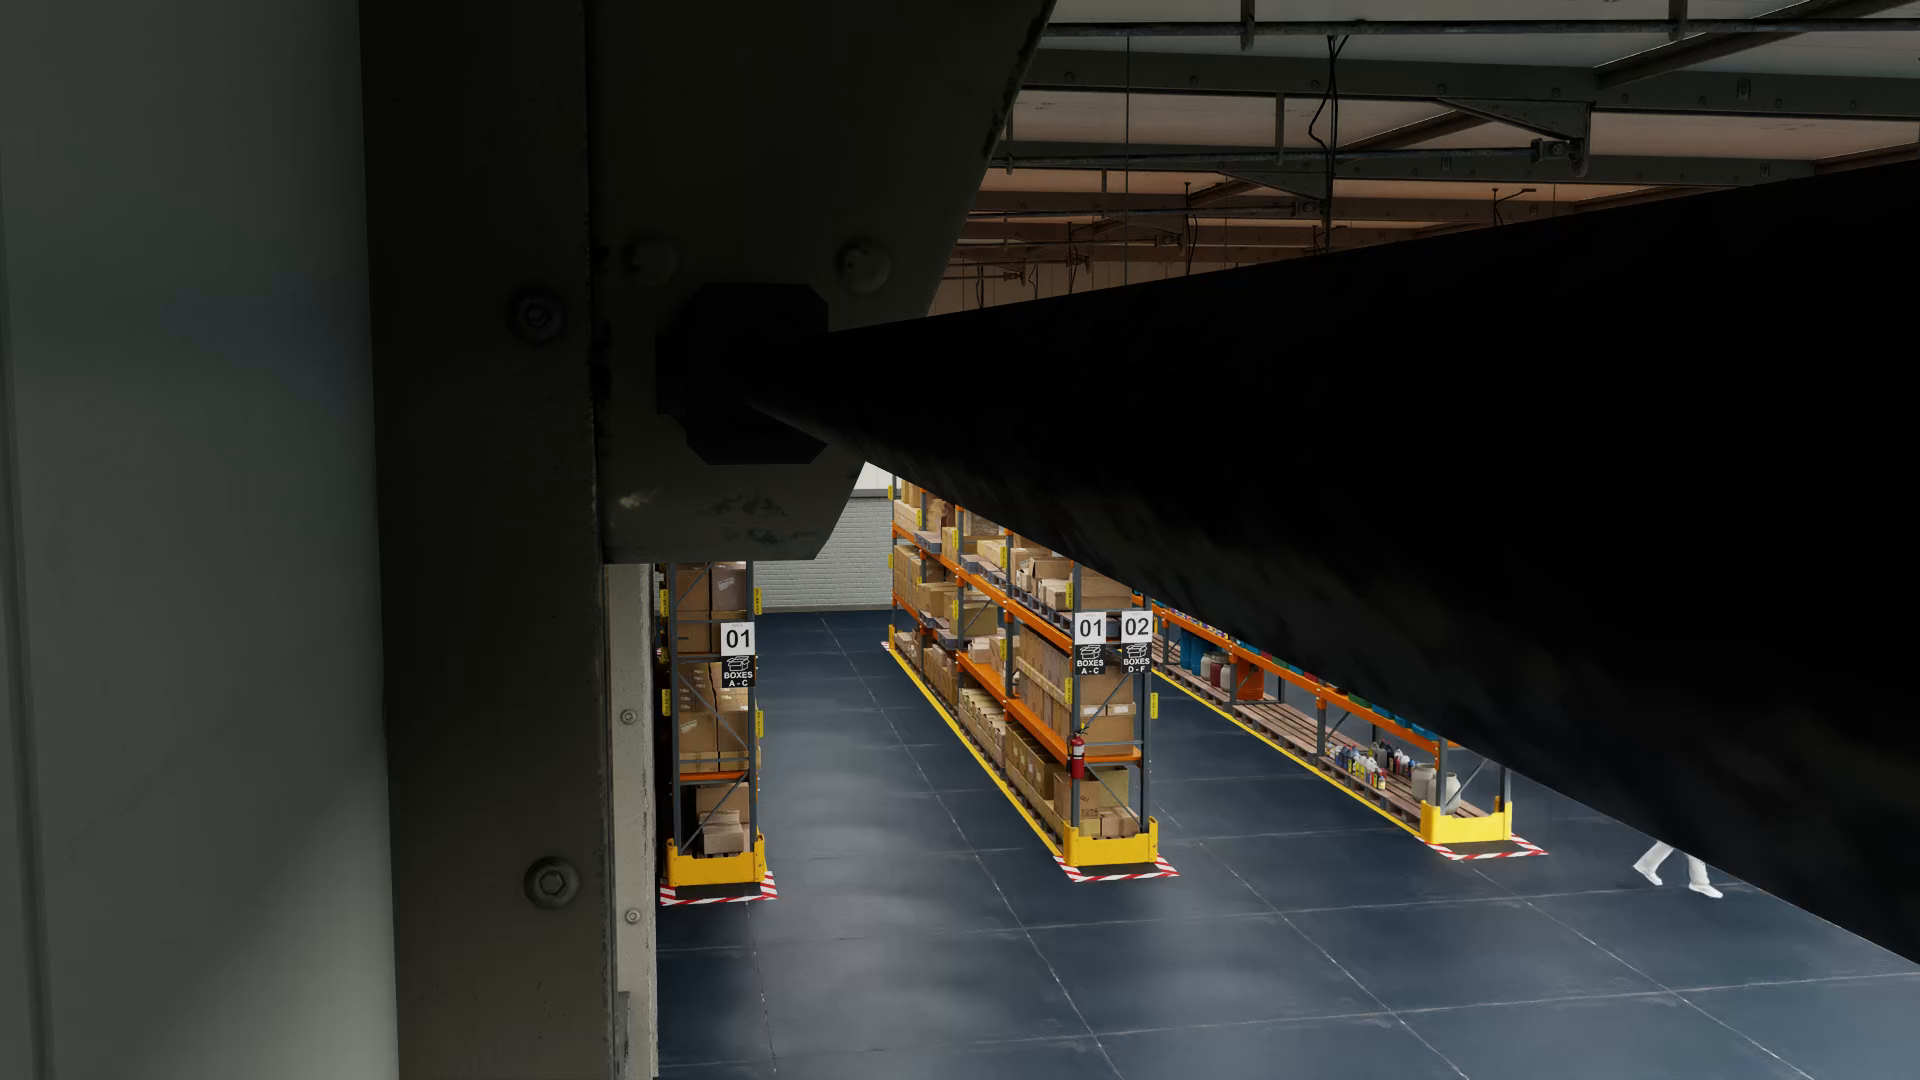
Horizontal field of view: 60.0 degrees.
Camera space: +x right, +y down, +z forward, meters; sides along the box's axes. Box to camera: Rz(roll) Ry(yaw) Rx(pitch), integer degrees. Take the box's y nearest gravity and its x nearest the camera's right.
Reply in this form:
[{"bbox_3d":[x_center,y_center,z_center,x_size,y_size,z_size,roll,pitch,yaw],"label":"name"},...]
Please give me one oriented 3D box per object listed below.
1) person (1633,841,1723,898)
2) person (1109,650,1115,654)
[{"bbox_3d":[8.554,3.329,19.753,0.991,1.707,0.693,3,7,24],"label":"person"},{"bbox_3d":[2.634,1.873,30.711,0.682,1.724,0.623,-2,7,-19],"label":"person"}]
